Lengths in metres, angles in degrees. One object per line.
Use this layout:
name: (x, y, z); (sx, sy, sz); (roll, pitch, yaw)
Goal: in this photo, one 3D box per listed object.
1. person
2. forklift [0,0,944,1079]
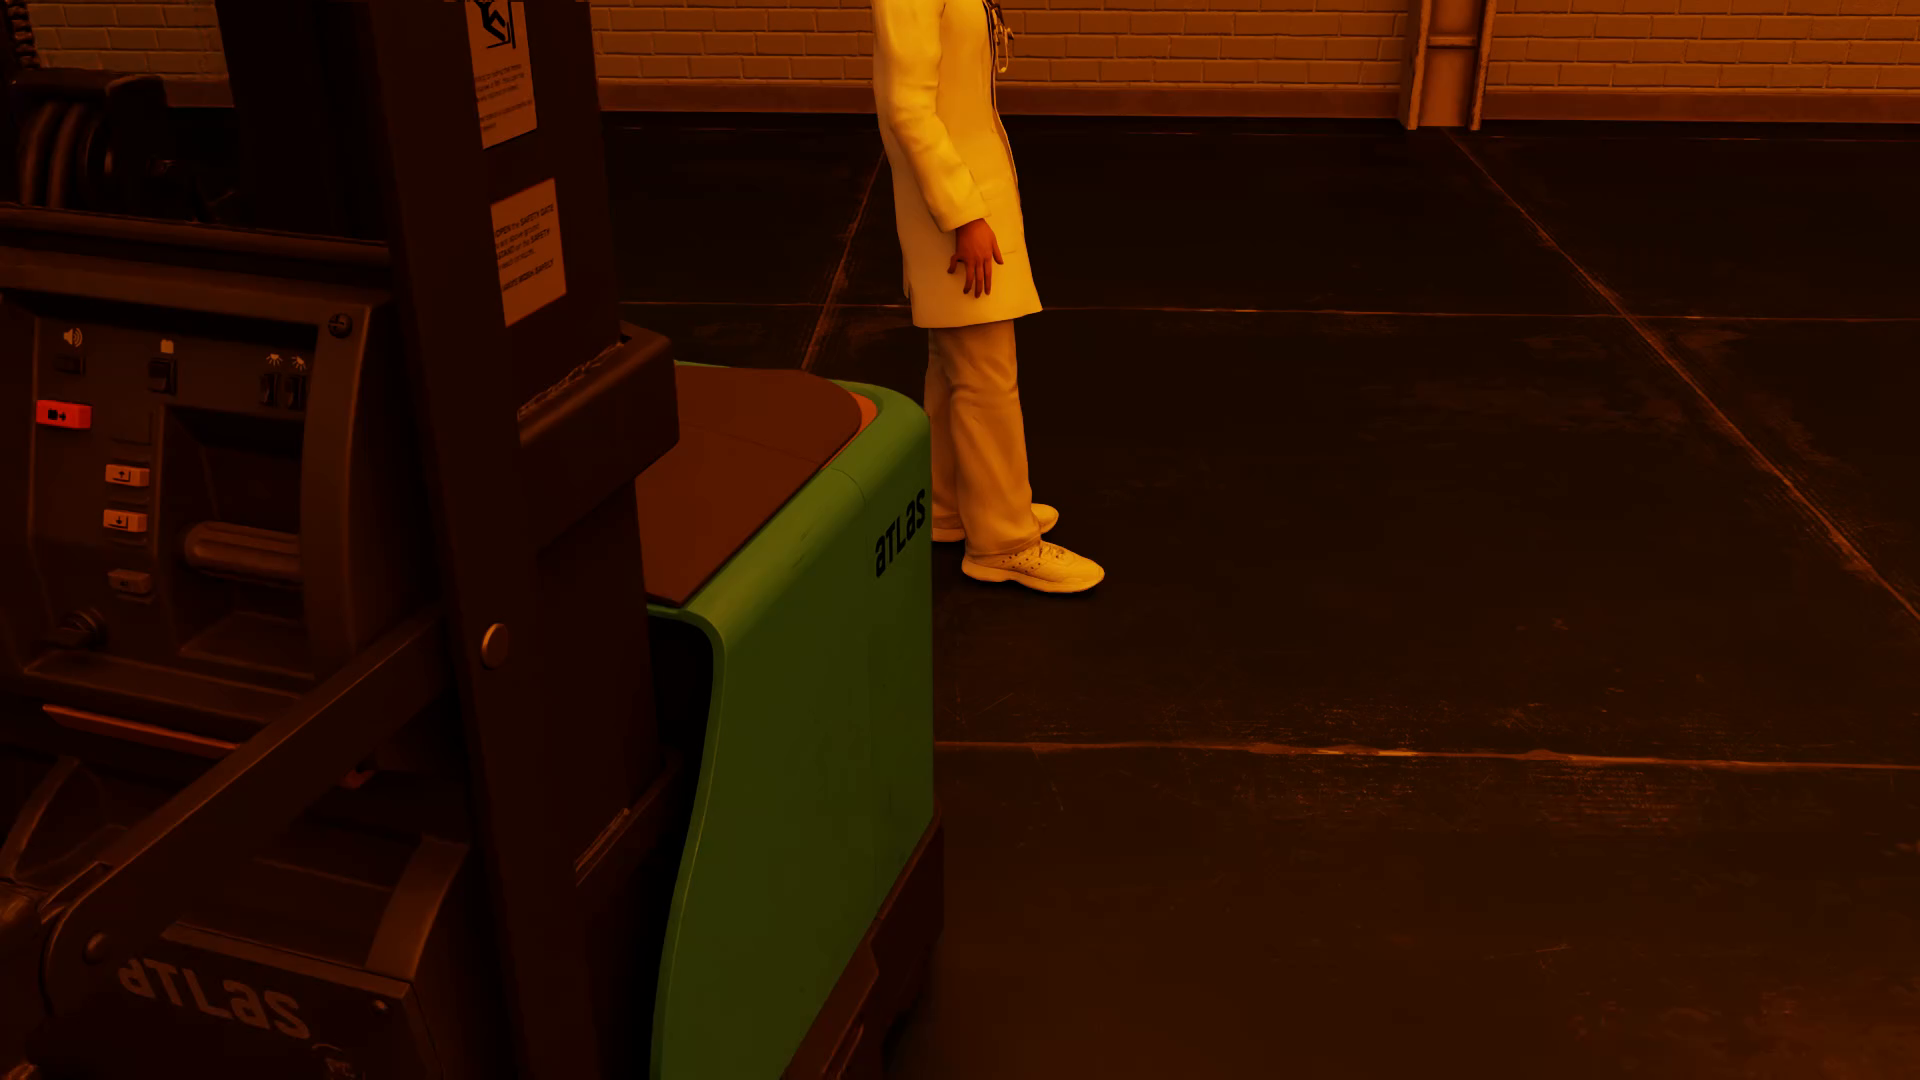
person: (0.090, -0.800, 4.117); (0.581, 1.776, 0.696); (1, 26, 2)
forklift: (-0.978, -0.036, 1.281); (1.130, 2.935, 3.031); (8, 27, 16)
